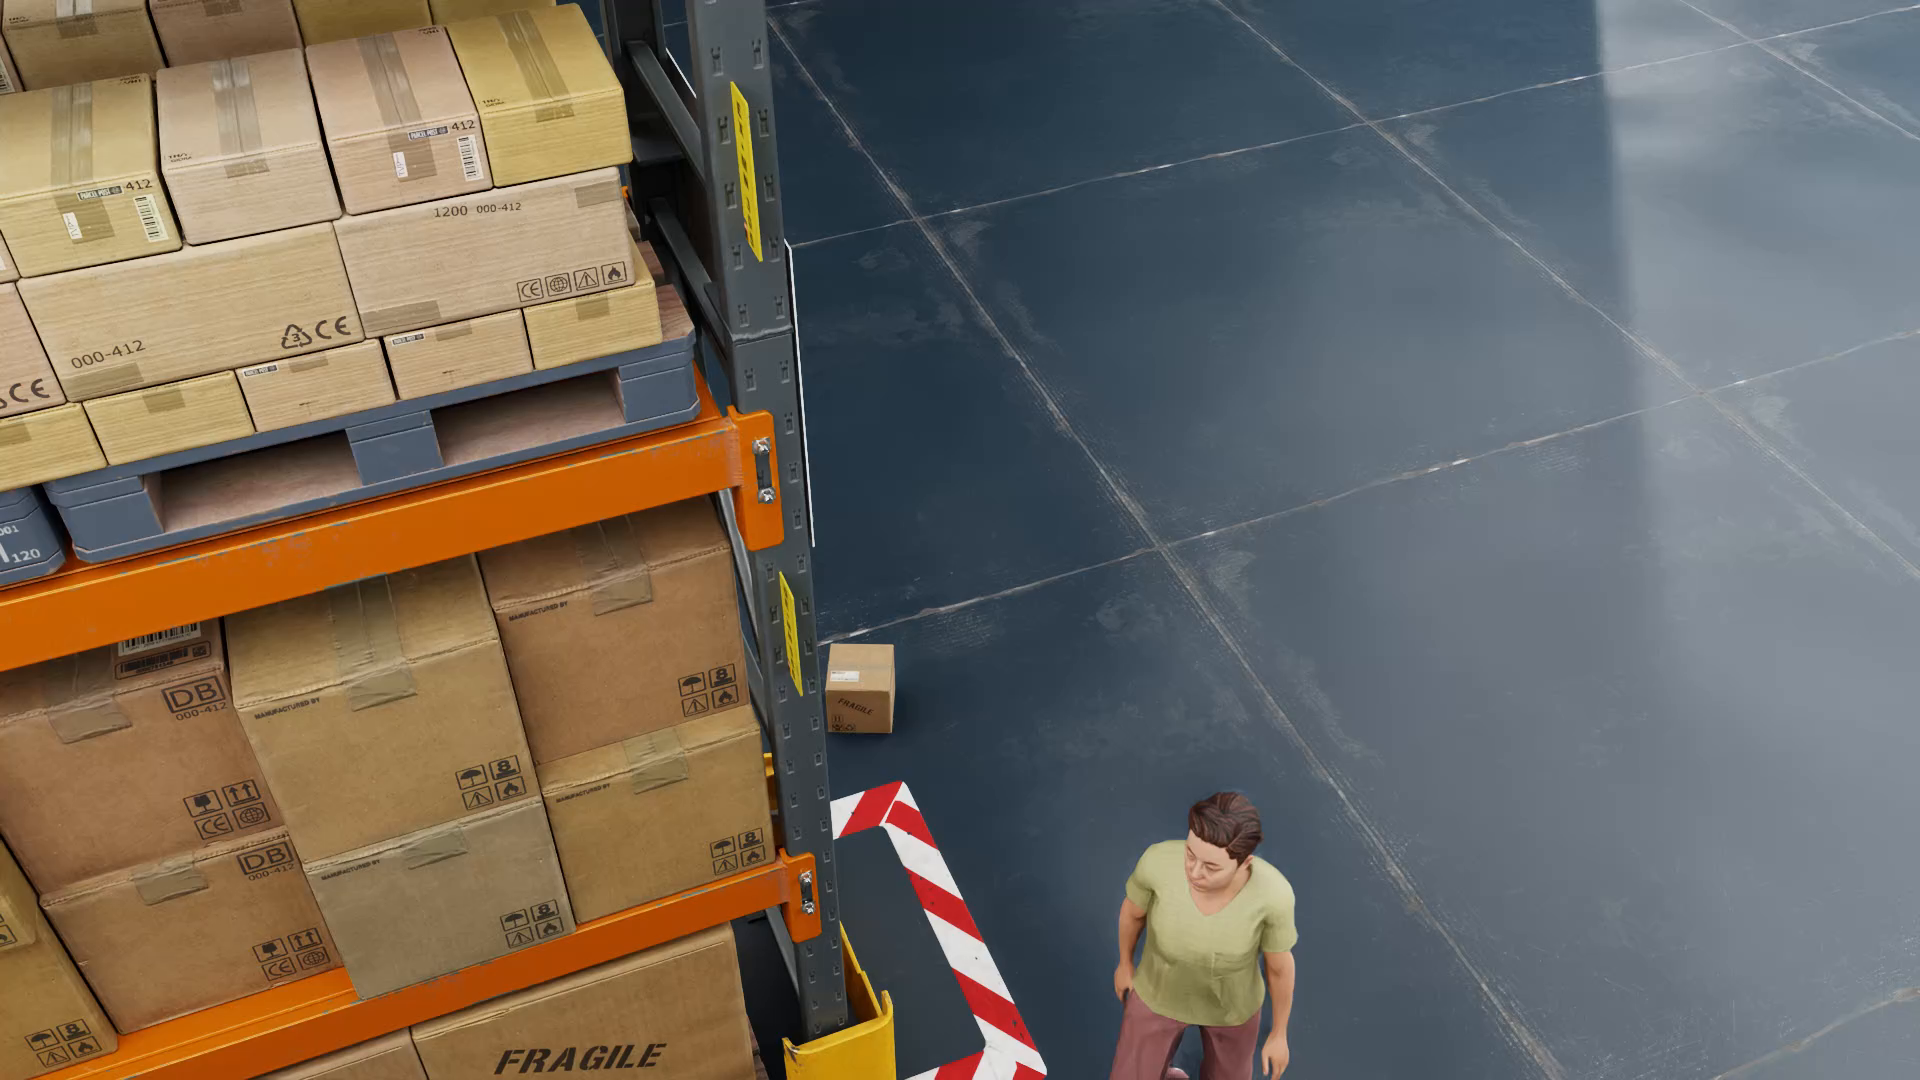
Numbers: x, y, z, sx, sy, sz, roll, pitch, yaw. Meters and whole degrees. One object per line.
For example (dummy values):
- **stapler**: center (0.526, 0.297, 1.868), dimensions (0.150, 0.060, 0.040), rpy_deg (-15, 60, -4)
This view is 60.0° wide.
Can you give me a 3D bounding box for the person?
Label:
- **person**: center (0.677, 1.307, 4.676), dimensions (0.500, 1.679, 0.390), rpy_deg (5, 42, 6)
